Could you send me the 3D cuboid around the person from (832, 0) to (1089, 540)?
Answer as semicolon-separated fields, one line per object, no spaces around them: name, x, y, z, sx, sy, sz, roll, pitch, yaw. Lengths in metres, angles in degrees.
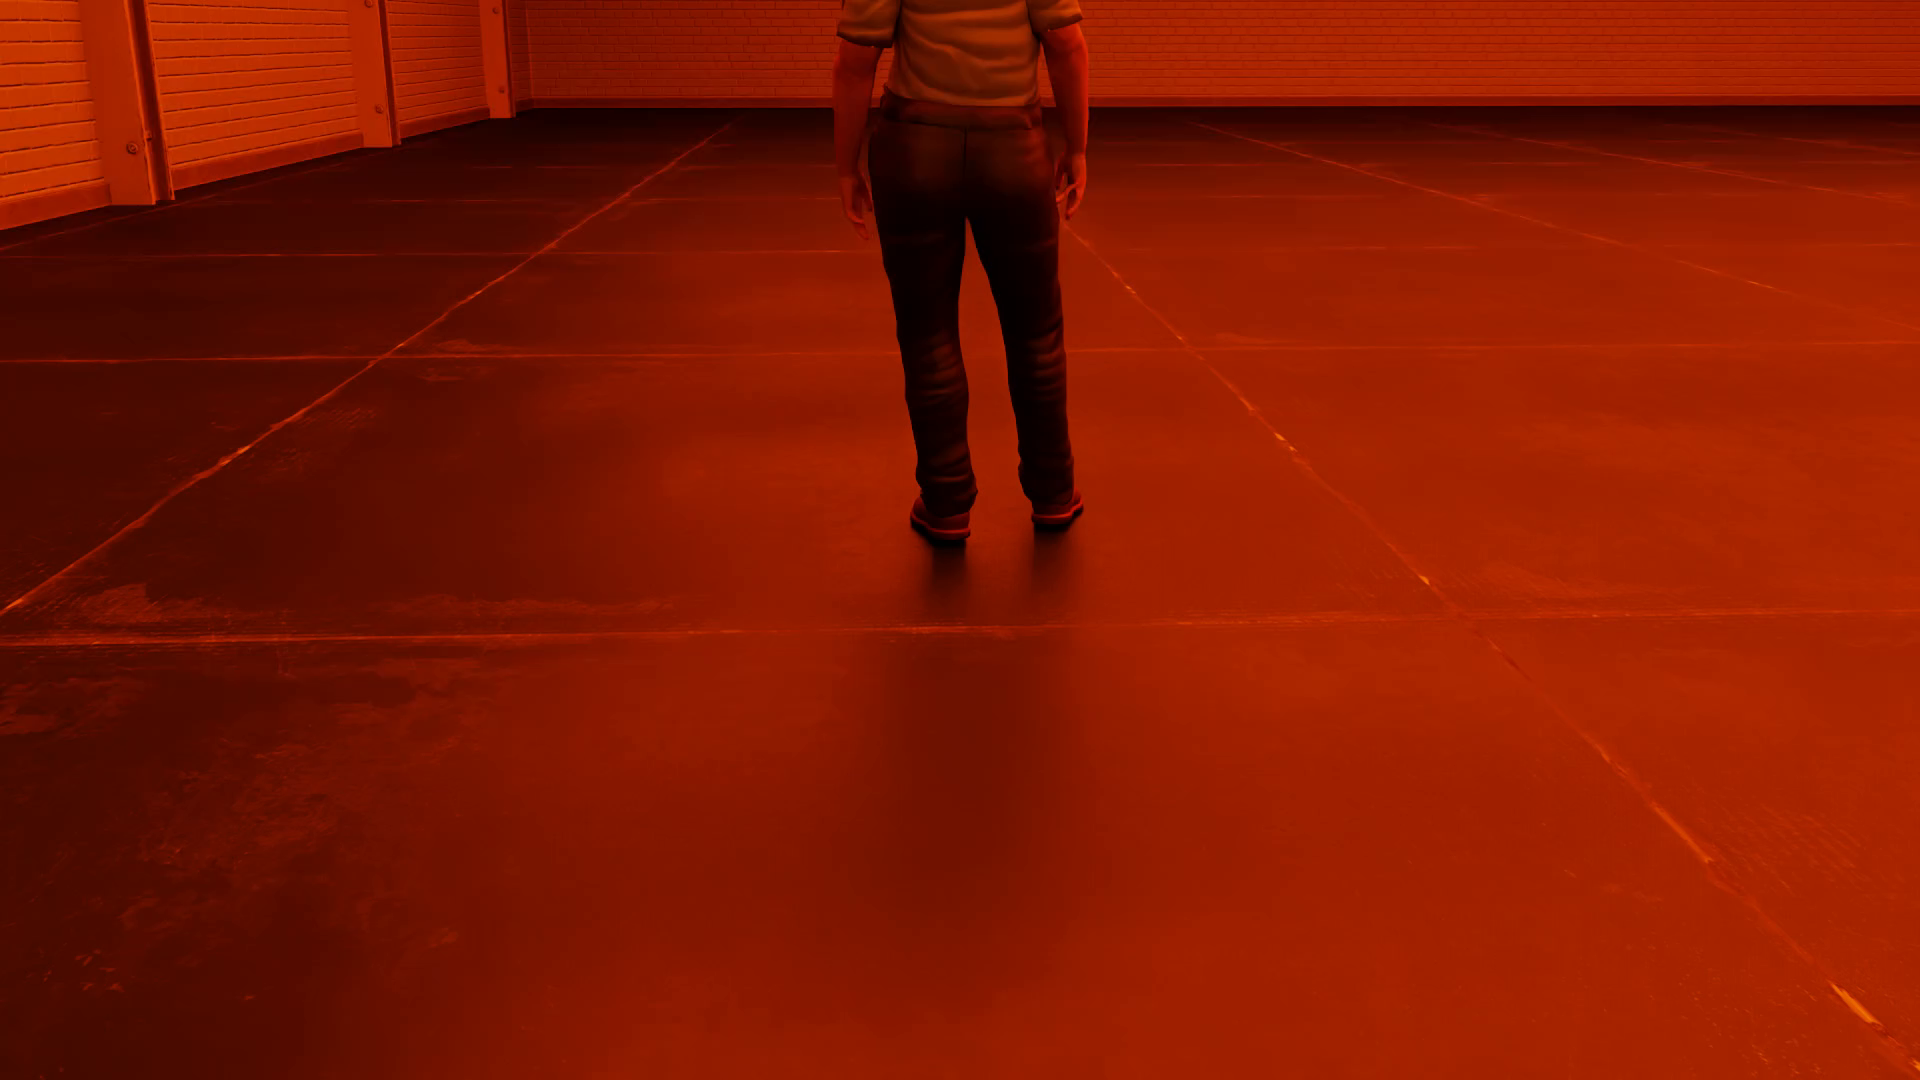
person;0.018;-0.821;3.762;0.598;1.651;0.502;-1;17;-3
